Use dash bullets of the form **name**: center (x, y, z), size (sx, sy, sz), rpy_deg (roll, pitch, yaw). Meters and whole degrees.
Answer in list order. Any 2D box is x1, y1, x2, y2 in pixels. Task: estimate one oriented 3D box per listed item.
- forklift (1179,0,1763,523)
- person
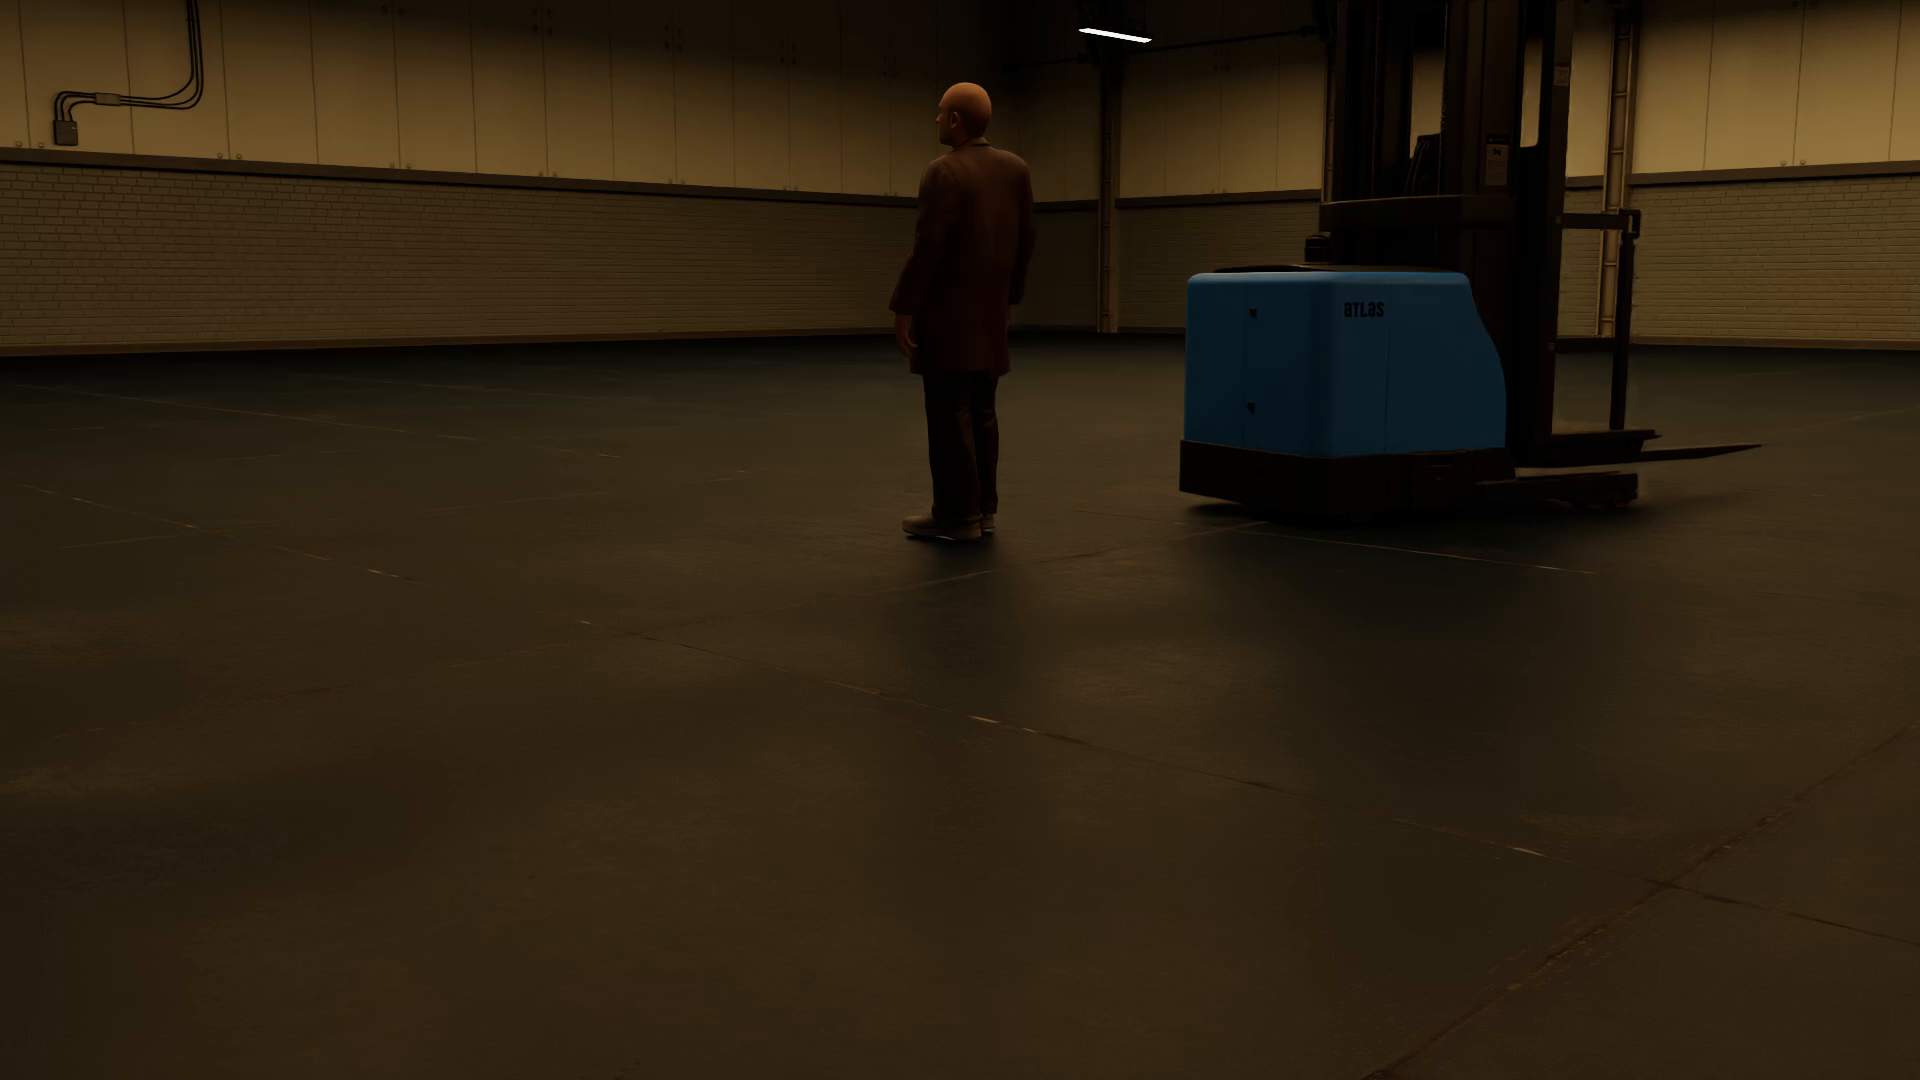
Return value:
- **forklift**: center (2.572, -1.650, 7.833), size (3.031, 2.935, 1.130), rpy_deg (-4, 10, -27)
- **person**: center (-0.064, -0.896, 6.650), size (0.579, 1.778, 0.698), rpy_deg (8, 12, 43)
